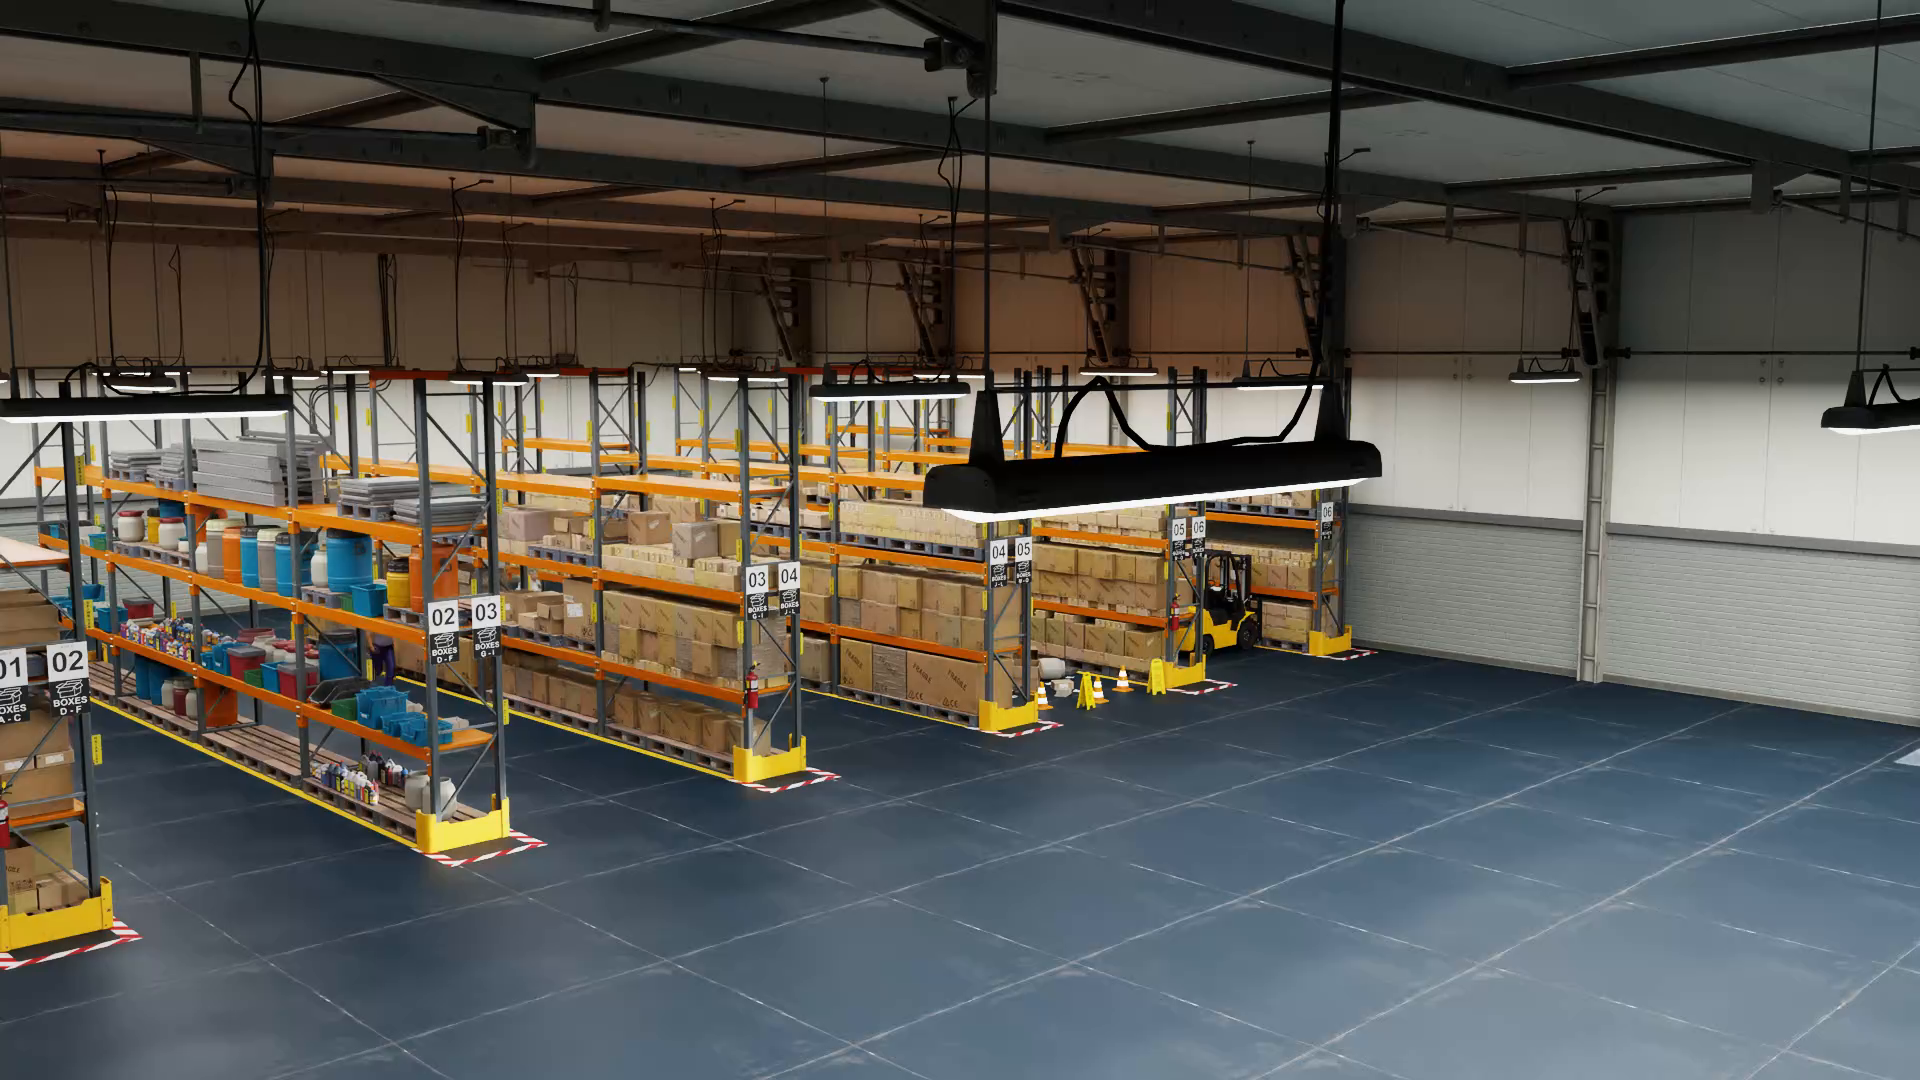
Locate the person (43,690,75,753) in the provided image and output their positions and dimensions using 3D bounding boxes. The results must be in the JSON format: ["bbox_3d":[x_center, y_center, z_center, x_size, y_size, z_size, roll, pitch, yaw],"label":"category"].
[{"bbox_3d":[-14.334,2.538,26.513,0.818,1.642,0.565,6,9,44],"label":"person"}]

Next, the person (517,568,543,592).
[{"bbox_3d":[-9.464,1.421,36.541,0.642,1.659,0.693,-6,9,-41],"label":"person"}]

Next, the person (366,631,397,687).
[{"bbox_3d":[-10.763,2.076,30.954,0.799,1.632,0.619,6,9,44],"label":"person"}]
